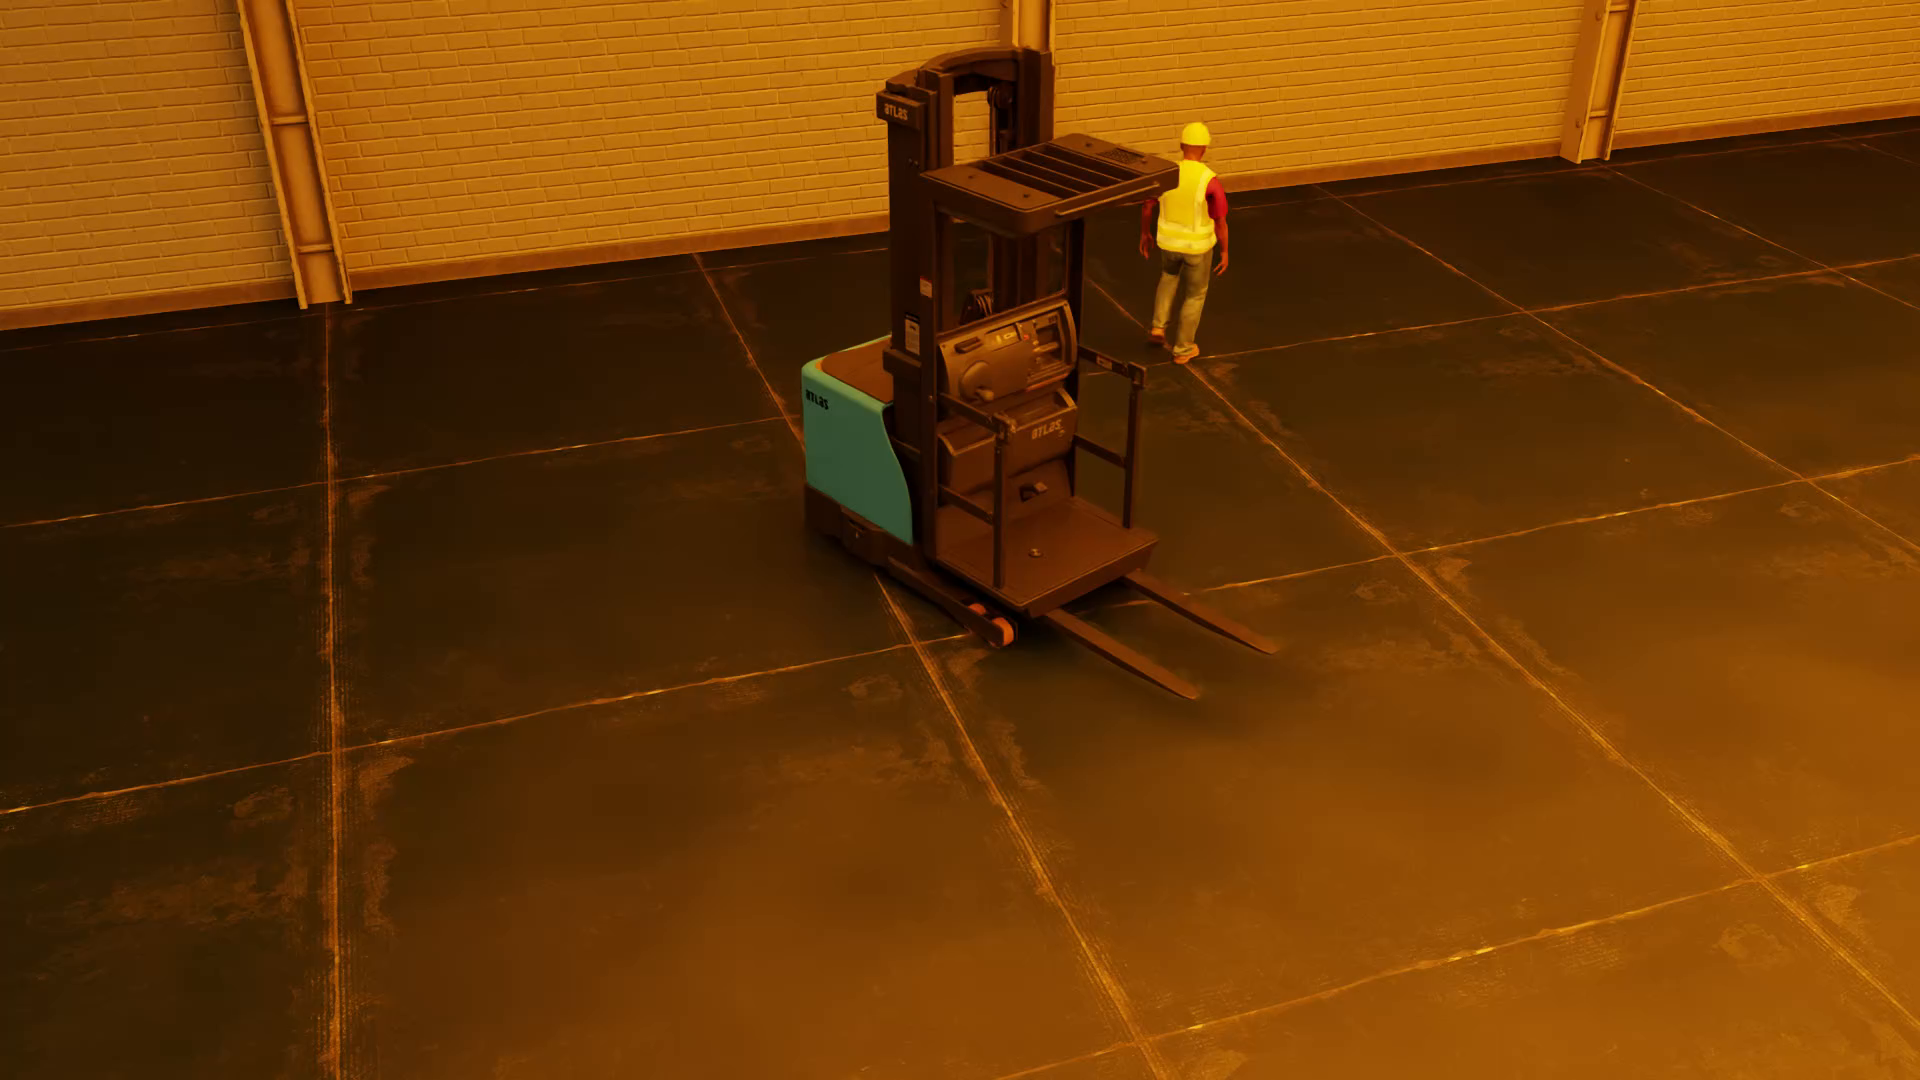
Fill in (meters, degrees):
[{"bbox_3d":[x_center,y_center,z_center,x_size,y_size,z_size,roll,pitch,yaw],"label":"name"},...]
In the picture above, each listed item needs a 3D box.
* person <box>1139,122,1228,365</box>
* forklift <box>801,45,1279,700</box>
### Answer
[{"bbox_3d":[1.652,-2.159,12.049,0.687,1.765,0.483,16,34,26],"label":"person"},{"bbox_3d":[0.406,-0.969,8.771,1.130,2.935,3.031,-23,37,-35],"label":"forklift"}]
